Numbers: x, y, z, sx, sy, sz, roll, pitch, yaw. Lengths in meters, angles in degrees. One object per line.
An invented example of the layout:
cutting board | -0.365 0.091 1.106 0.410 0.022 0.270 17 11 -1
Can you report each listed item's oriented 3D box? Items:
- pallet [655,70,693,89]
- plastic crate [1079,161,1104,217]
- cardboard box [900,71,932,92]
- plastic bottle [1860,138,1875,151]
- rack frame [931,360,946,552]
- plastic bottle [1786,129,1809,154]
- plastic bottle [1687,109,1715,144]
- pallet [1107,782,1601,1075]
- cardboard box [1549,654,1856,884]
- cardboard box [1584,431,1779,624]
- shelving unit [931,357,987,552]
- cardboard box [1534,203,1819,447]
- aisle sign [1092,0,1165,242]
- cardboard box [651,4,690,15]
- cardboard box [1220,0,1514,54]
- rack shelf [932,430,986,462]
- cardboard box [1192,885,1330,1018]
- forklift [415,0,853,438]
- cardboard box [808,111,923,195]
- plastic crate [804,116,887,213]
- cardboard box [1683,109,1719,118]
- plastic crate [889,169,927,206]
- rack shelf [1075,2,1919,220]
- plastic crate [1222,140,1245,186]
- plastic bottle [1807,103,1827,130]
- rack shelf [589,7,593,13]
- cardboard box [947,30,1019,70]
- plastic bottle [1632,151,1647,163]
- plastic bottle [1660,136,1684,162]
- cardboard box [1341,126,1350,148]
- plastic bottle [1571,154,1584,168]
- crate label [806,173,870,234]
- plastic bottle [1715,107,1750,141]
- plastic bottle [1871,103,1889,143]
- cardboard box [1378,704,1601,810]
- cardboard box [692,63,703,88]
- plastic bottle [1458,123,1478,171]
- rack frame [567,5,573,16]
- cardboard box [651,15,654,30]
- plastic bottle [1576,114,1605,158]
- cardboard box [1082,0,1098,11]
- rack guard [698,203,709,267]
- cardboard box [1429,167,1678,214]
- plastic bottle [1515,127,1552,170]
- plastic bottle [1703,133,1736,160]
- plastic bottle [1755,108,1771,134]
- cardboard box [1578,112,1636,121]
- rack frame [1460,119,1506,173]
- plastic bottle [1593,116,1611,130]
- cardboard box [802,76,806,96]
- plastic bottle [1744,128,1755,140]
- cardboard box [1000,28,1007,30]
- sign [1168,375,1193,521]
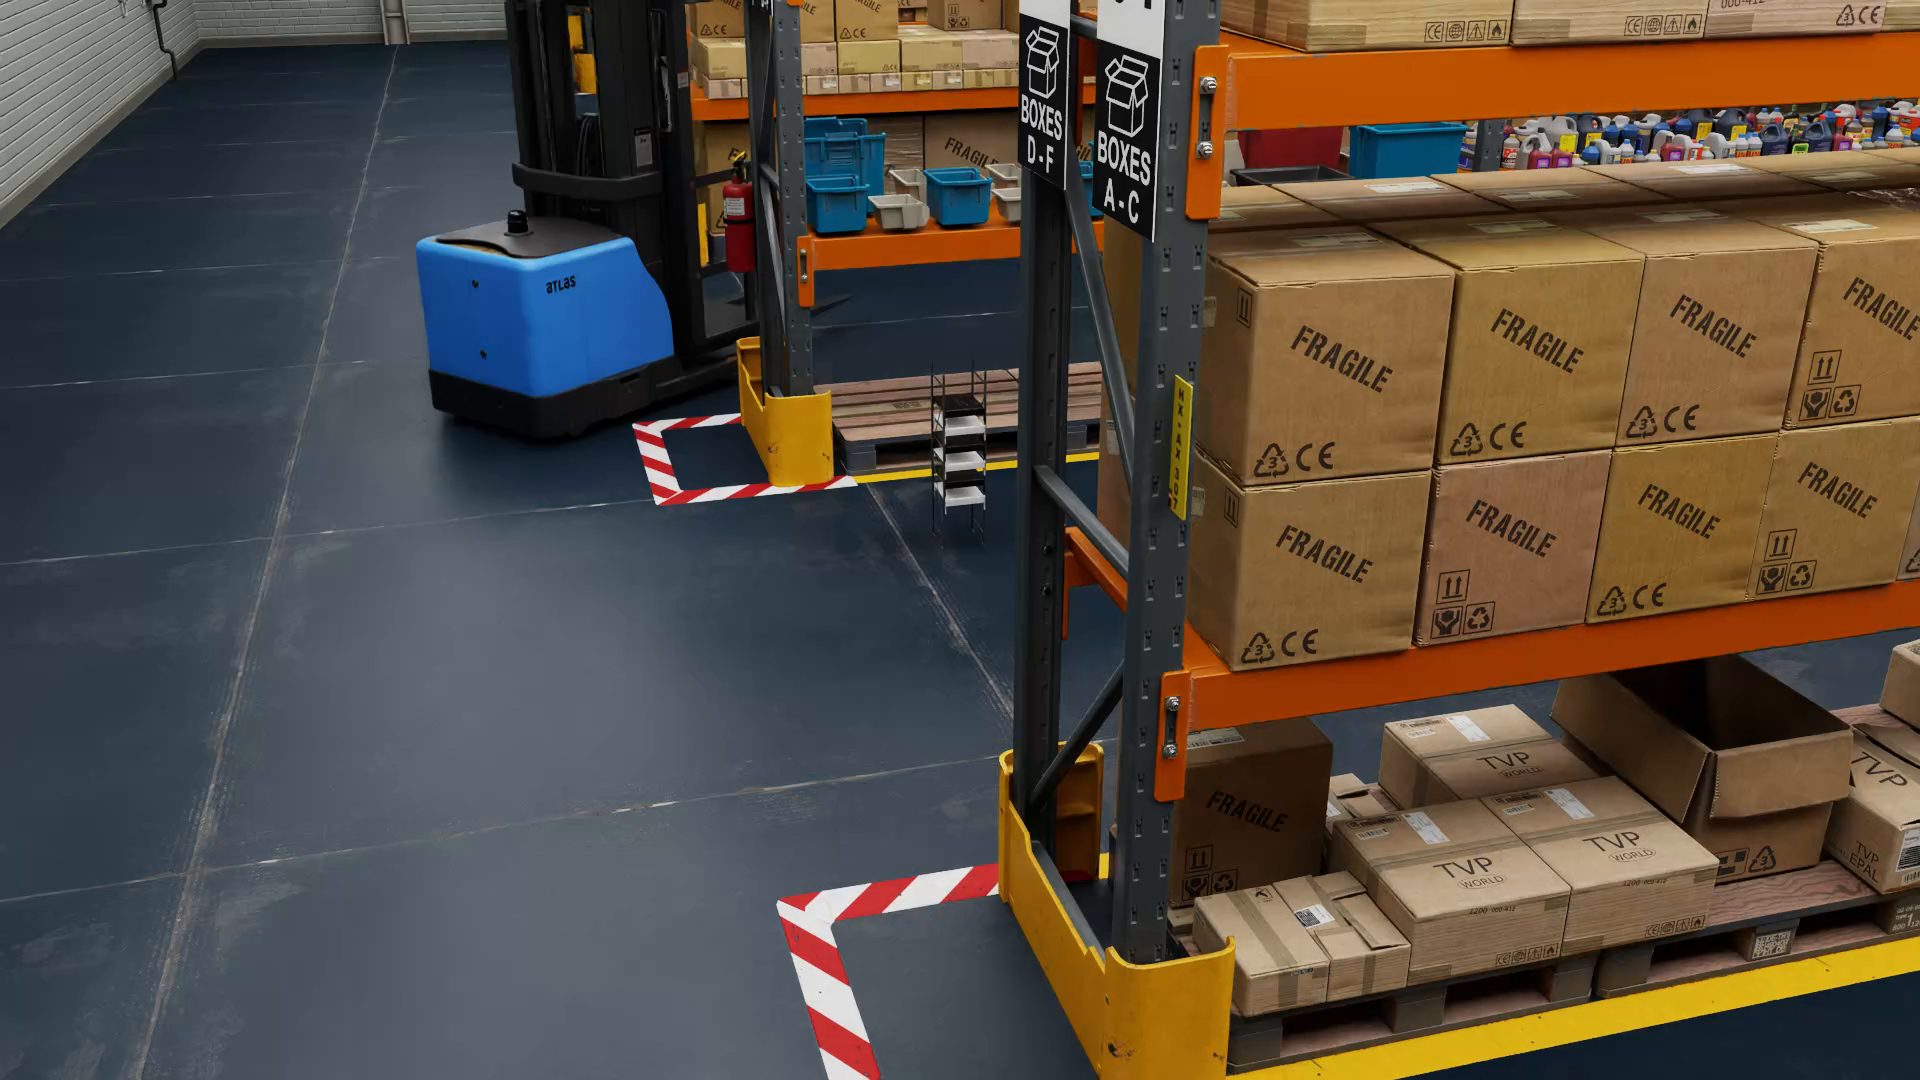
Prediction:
pallet | -4.240 -6.378 22.846 1.213 0.211 1.003 -6 24 -14
plastic crate | 0.621 -1.894 8.996 0.300 0.233 0.416 -6 24 -14
cardboard box | -0.400 -3.743 13.489 0.250 0.149 0.380 -7 24 -16
plastic bottle | 5.554 -2.365 10.210 0.097 0.201 0.097 0 23 0
rack frame | -0.106 -0.402 8.045 0.006 0.900 0.240 -6 24 -14
plastic bottle | 5.048 -2.339 10.046 0.133 0.283 0.061 -6 24 -14
plastic bottle | 4.735 -2.644 10.671 0.185 0.351 0.144 -6 24 -14
pallet | 1.202 1.168 5.261 1.213 0.211 1.003 -6 24 -14
cardboard box | 2.405 0.700 5.421 0.637 0.503 0.797 -6 24 -14
cardboard box | 1.839 -0.123 4.606 0.500 0.500 0.500 -6 24 -15
shelving unit | -0.008 -0.413 8.071 0.210 0.900 0.258 -6 24 -14
cardboard box | 1.844 -0.583 4.410 0.500 0.500 0.500 -6 24 -14
aisle sign | 0.375 -1.096 3.705 0.004 0.787 0.394 -6 24 -14
cardboard box | -3.047 -5.801 17.462 0.500 0.500 0.500 -5 24 -12
cardboard box | 0.924 -1.288 3.835 0.500 0.250 0.500 -6 24 -14
rack shelf | -0.008 -0.465 8.048 0.200 0.077 0.258 -6 24 -14
cardboard box | 0.857 1.173 4.769 0.250 0.149 0.380 -6 24 -14
forklift | -1.891 -2.448 10.239 1.130 2.935 3.031 16 28 32
cardboard box | -0.841 -3.194 14.052 0.875 0.875 0.875 -6 24 -14
plastic crate | -0.701 -2.052 9.107 0.499 0.435 0.616 -6 24 -14
cardboard box | 7.106 -3.893 16.132 0.500 0.500 0.700 -4 24 -10
plastic crate | -0.237 -1.964 9.280 0.243 0.136 0.396 -6 24 -14
rack shelf | 2.287 -1.281 4.541 4.000 0.370 1.077 -6 24 -14
plastic crate | 1.358 -2.208 9.666 0.530 0.282 0.437 -6 24 -14
plastic bottle | 5.638 -2.730 10.957 0.133 0.283 0.061 -6 24 -14
rack shelf | -3.063 -7.427 22.667 4.000 0.370 1.077 -6 24 -14
cardboard box | 0.197 -4.019 13.625 0.500 0.250 0.500 -6 24 -13
plastic bottle | 3.992 -2.192 9.807 0.097 0.201 0.097 0 23 0
plastic bottle | 4.201 -2.246 9.828 0.133 0.283 0.061 -6 24 -14
cardboard box | 3.011 -3.596 14.988 0.875 0.875 1.225 -7 24 -16
plastic bottle | 3.581 -2.147 9.701 0.097 0.201 0.097 0 23 0
crate label | -0.647 -1.754 8.669 0.303 0.233 0.416 -6 24 -14
plastic bottle | 4.906 -2.601 10.570 0.185 0.351 0.144 -6 24 -14
plastic bottle | 6.106 -2.769 11.063 0.097 0.271 0.097 0 23 0
cardboard box | 1.741 0.800 5.512 0.500 0.250 0.500 -6 24 -14
cardboard box | -2.057 -3.829 13.689 0.250 0.149 0.380 -6 24 -13
plastic bottle | 3.170 -2.435 10.279 0.135 0.276 0.152 -6 24 -14
rack frame | -6.333 -9.428 26.420 0.127 3.000 1.000 -6 24 -14
cardboard box | -3.153 -5.470 17.514 0.250 0.149 0.380 -7 24 -15
plastic bottle | 3.891 -2.492 10.316 0.185 0.351 0.144 -6 24 -14
cardboard box | 1.170 -4.470 13.725 0.500 0.500 0.500 -6 24 -13
rack guard | -2.334 -2.631 13.747 0.348 0.500 1.175 -6 24 -14
cardboard box | 1.699 -0.789 4.890 0.500 0.500 0.500 -6 24 -13
plastic bottle | 3.343 -2.224 9.691 0.185 0.351 0.144 -6 24 -14
plastic bottle | 4.541 -2.299 9.960 0.135 0.276 0.152 -6 24 -14
plastic bottle | 5.216 -2.671 10.834 0.097 0.271 0.097 0 23 0
cardboard box | 6.028 -4.115 15.697 0.500 0.250 0.500 -5 24 -12
rack frame | 2.878 -2.328 9.871 0.127 3.000 1.000 -6 24 -14
plastic bottle | 4.007 -2.528 10.495 0.135 0.276 0.152 -6 24 -14
cardboard box | -1.387 -3.634 13.235 0.250 0.149 0.380 -7 24 -16
plastic bottle | 4.809 -2.374 10.142 0.097 0.271 0.097 0 23 0
cardboard box | 0.537 -4.274 14.220 0.500 0.250 0.500 -6 24 -15
sign | 0.508 -0.212 3.843 0.005 0.325 0.100 -6 24 -14
